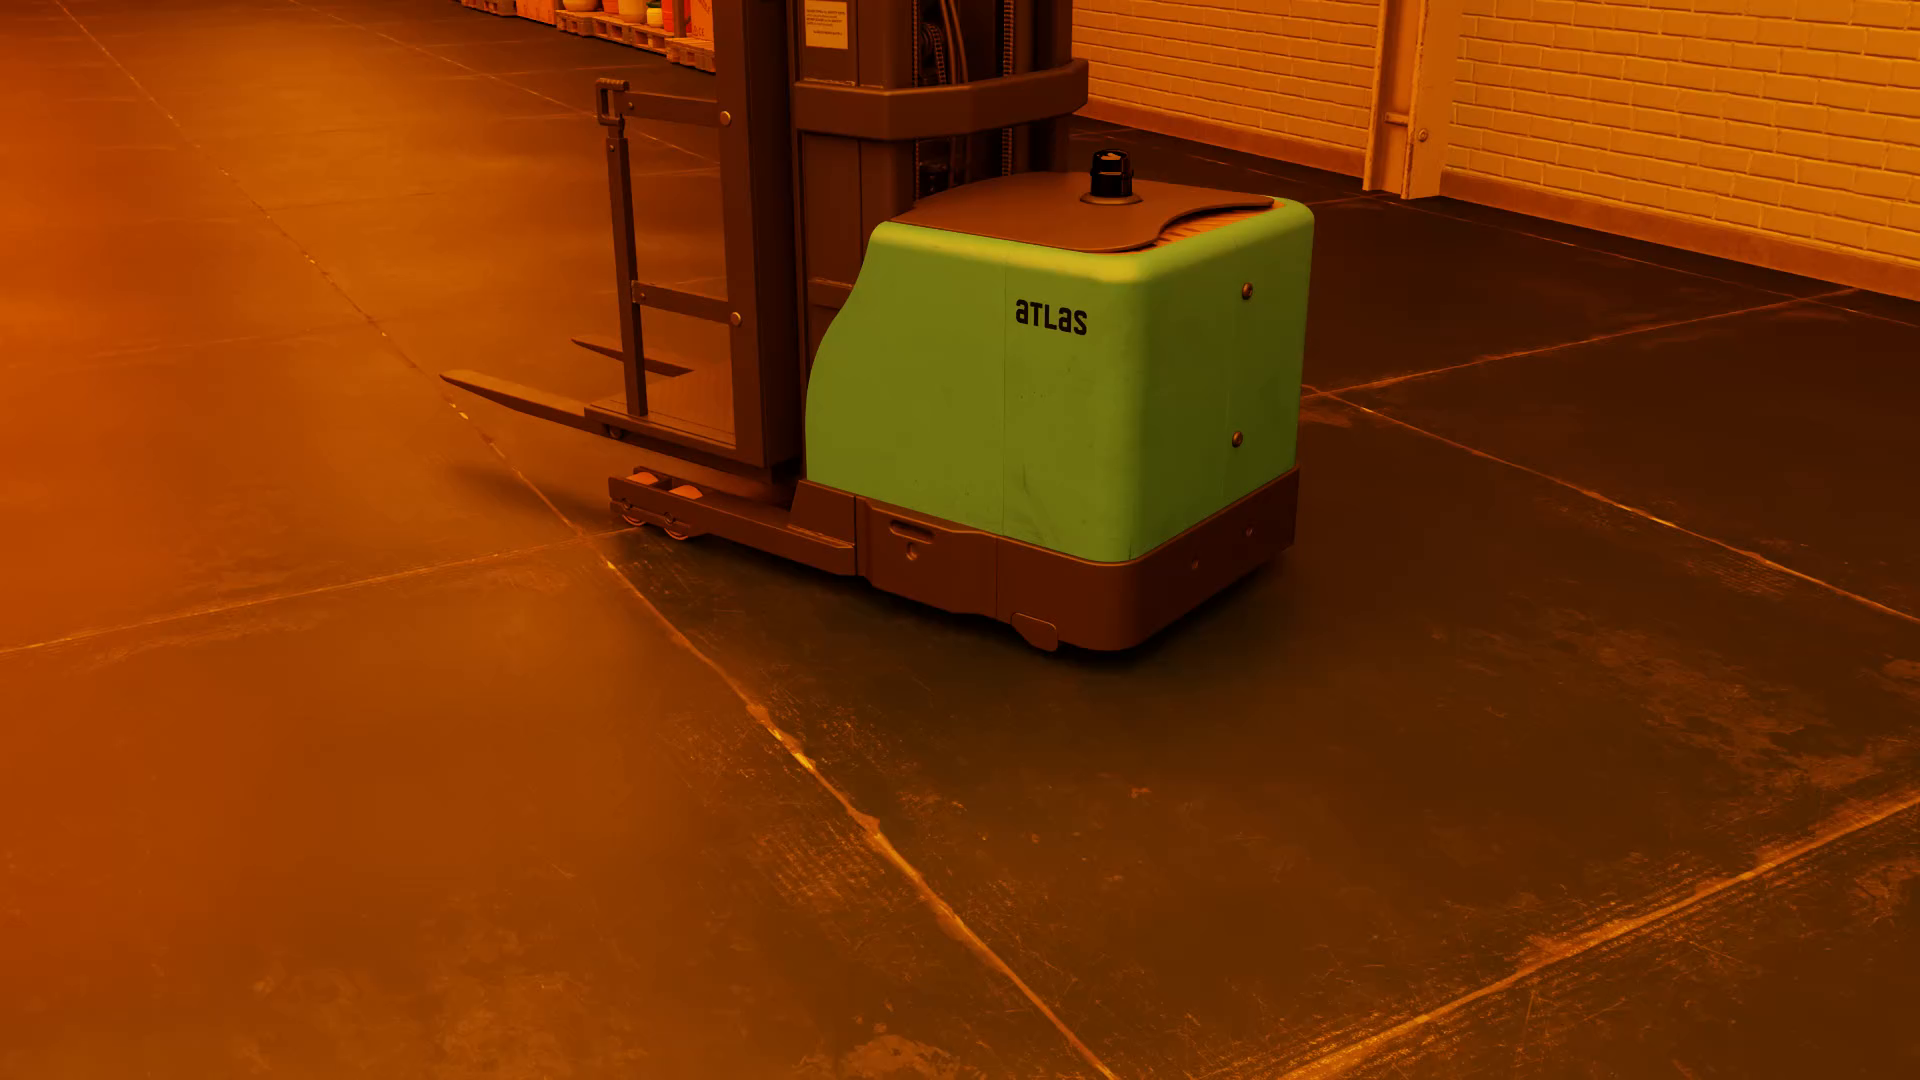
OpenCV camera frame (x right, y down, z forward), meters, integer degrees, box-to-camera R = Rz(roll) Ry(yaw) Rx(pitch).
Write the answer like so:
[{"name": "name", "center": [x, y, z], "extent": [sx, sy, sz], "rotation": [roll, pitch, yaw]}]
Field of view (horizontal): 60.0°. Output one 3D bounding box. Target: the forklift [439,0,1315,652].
[{"name": "forklift", "center": [-0.481, -1.497, 4.922], "extent": [3.031, 2.935, 1.130], "rotation": [16, 27, 34]}]
